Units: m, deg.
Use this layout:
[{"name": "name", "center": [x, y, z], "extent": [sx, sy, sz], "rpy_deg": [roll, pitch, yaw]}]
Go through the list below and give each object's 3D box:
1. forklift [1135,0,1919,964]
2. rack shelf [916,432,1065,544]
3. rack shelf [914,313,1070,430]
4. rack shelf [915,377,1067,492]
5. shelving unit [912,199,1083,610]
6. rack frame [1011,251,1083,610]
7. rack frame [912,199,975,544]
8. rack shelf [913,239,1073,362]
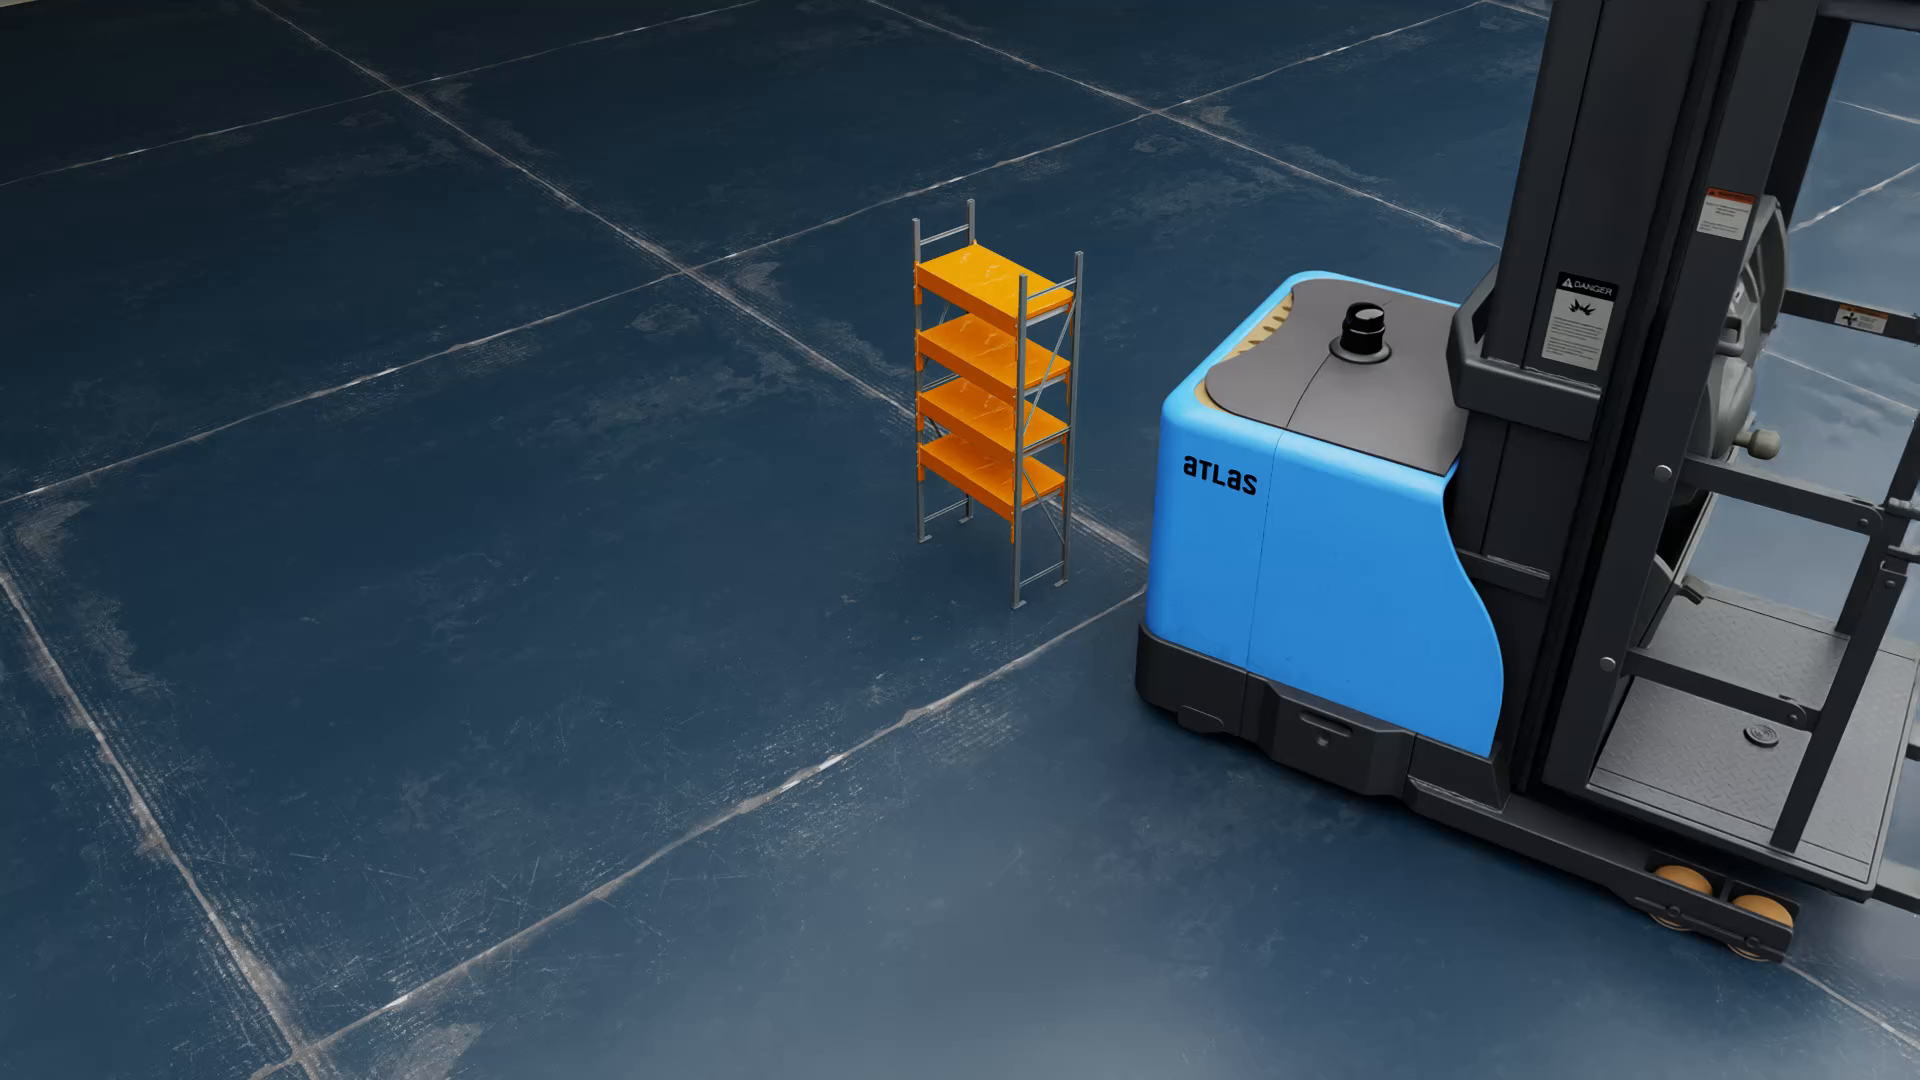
[{"name": "forklift", "center": [2.050, -0.478, 3.889], "extent": [3.031, 2.935, 1.130], "rpy_deg": [20, 40, 25]}, {"name": "rack shelf", "center": [0.107, -0.200, 5.454], "extent": [0.258, 0.148, 0.480], "rpy_deg": [-26, 43, -32]}, {"name": "rack shelf", "center": [0.107, -0.544, 5.210], "extent": [0.258, 0.148, 0.480], "rpy_deg": [-26, 43, -32]}, {"name": "rack shelf", "center": [0.107, -0.362, 5.339], "extent": [0.258, 0.148, 0.480], "rpy_deg": [-26, 43, -32]}, {"name": "shelving unit", "center": [0.107, -0.417, 5.300], "extent": [0.258, 1.200, 0.503], "rpy_deg": [-26, 43, -32]}, {"name": "rack frame", "center": [0.264, -0.309, 5.148], "extent": [0.240, 1.200, 0.015], "rpy_deg": [-26, 43, -32]}, {"name": "rack frame", "center": [-0.051, -0.524, 5.452], "extent": [0.240, 1.200, 0.015], "rpy_deg": [-26, 43, -32]}, {"name": "rack shelf", "center": [0.107, -0.737, 5.073], "extent": [0.258, 0.148, 0.480], "rpy_deg": [-26, 43, -32]}]
